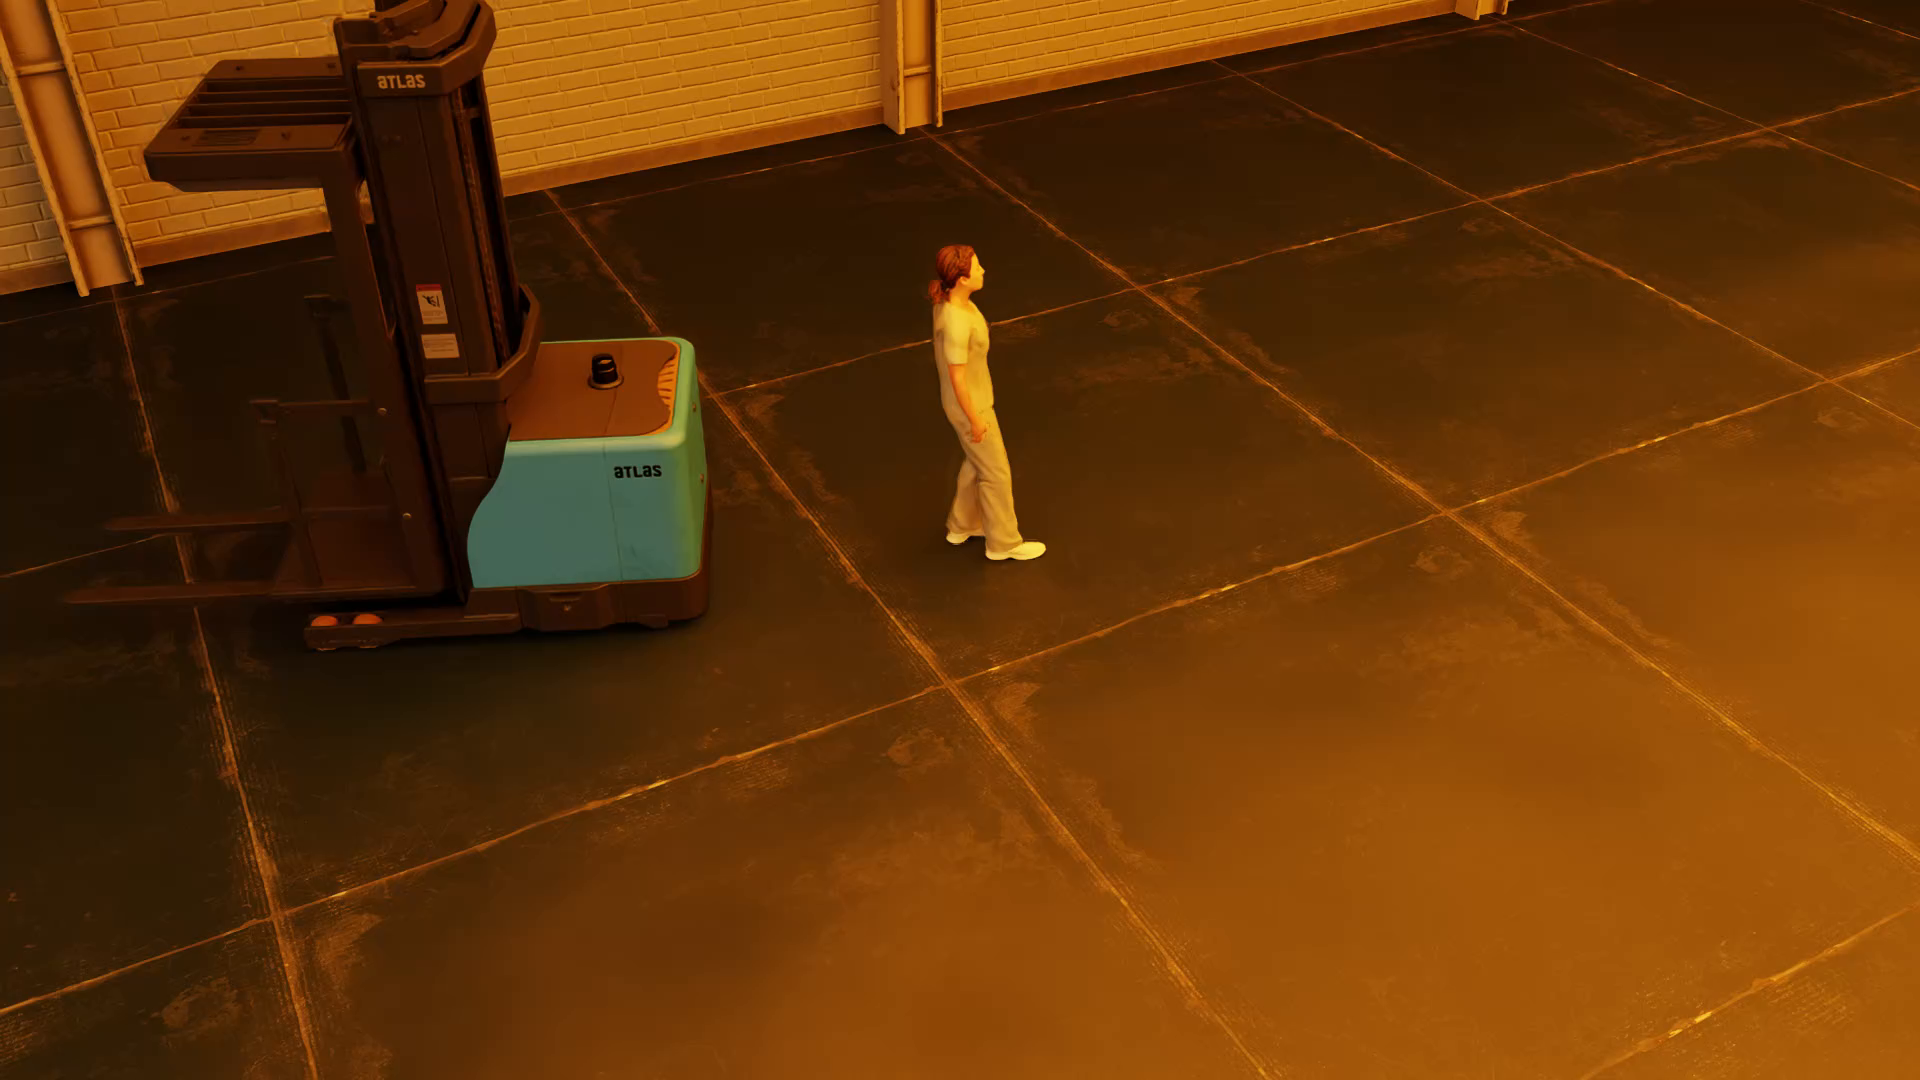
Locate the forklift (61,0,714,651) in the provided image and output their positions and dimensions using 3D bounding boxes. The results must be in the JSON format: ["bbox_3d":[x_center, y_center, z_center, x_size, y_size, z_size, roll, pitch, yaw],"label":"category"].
[{"bbox_3d":[-2.775,-0.988,7.521,3.031,2.935,1.130,-3,35,-4],"label":"forklift"}]

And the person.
[{"bbox_3d":[0.134,-0.684,8.200,0.604,1.665,0.549,-1,35,-1],"label":"person"}]
